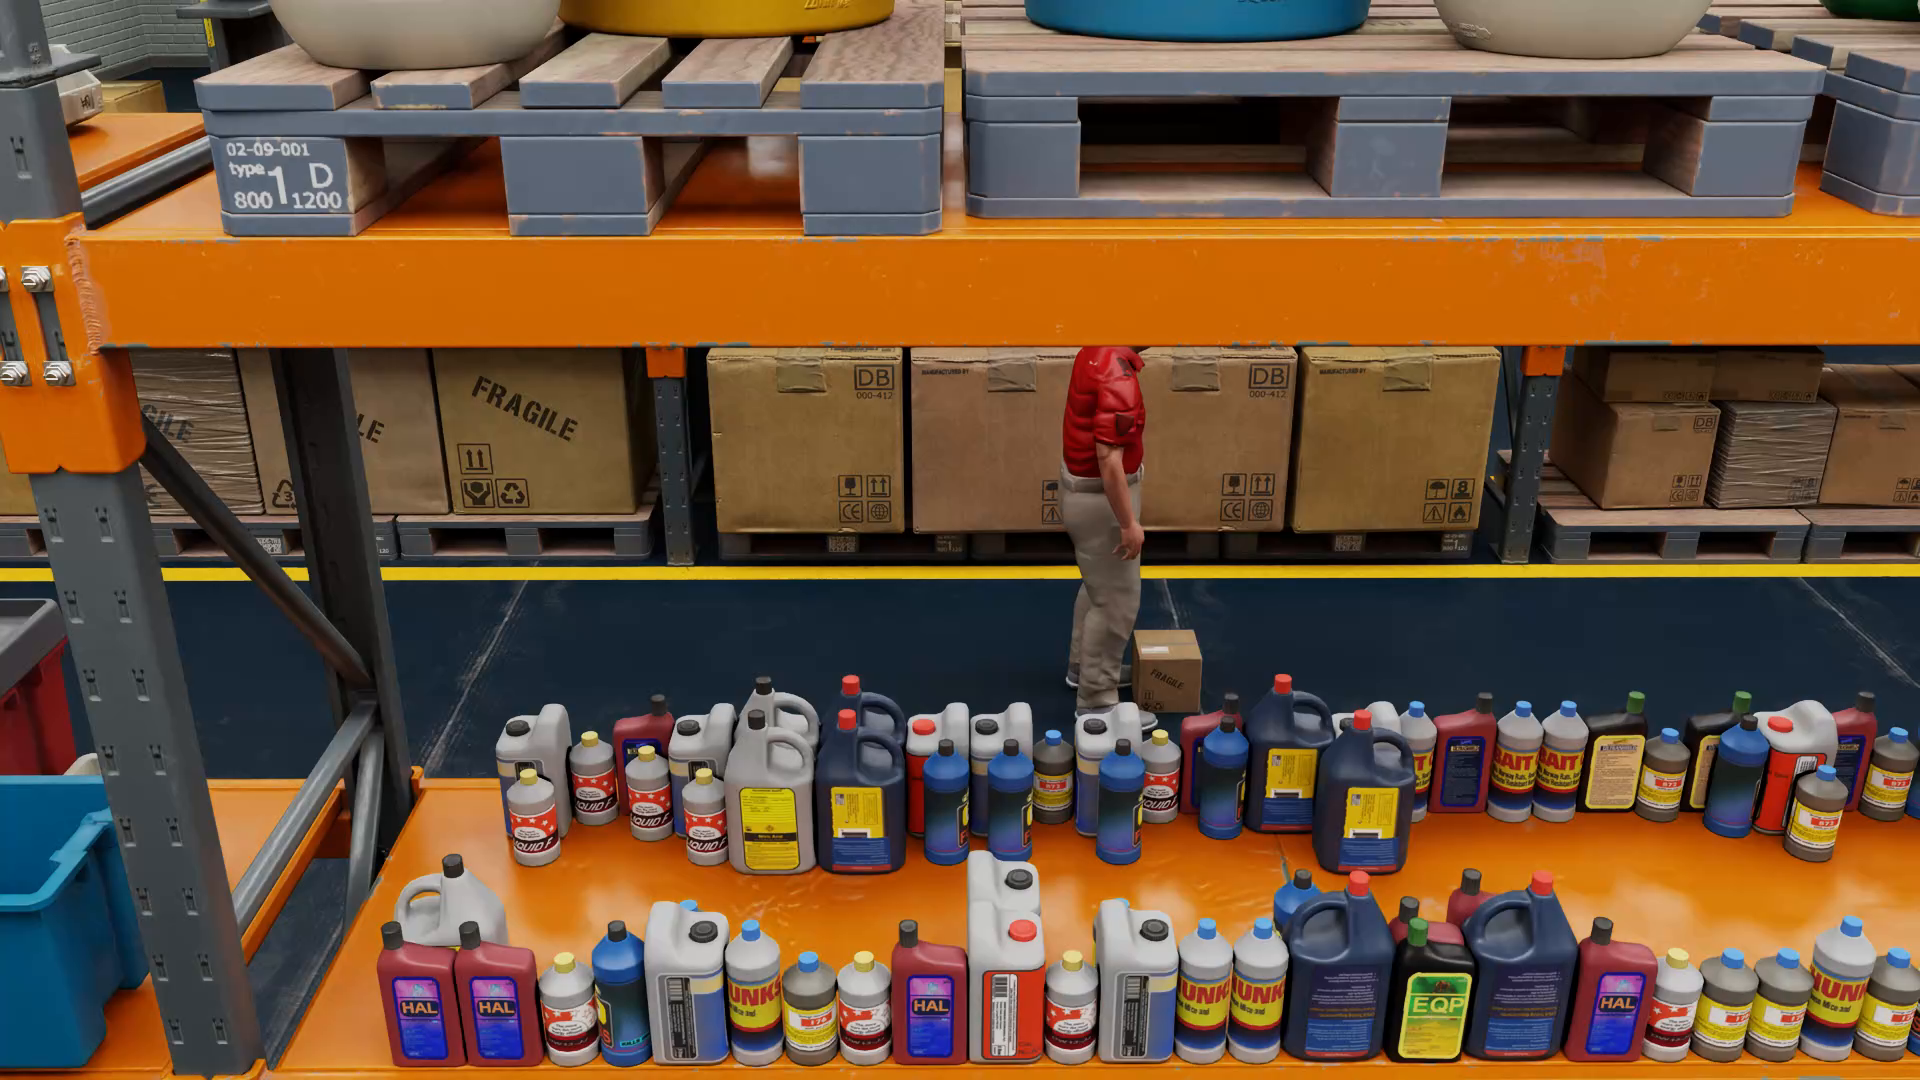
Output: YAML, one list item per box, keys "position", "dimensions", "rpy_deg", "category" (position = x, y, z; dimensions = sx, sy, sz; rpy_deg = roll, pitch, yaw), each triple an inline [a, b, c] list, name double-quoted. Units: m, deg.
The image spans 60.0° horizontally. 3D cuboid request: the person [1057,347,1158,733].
- position: [0.579, -0.144, 6.441]
  dimensions: [0.386, 1.728, 0.606]
  rpy_deg: [-1, 24, -3]
  category: "person"
